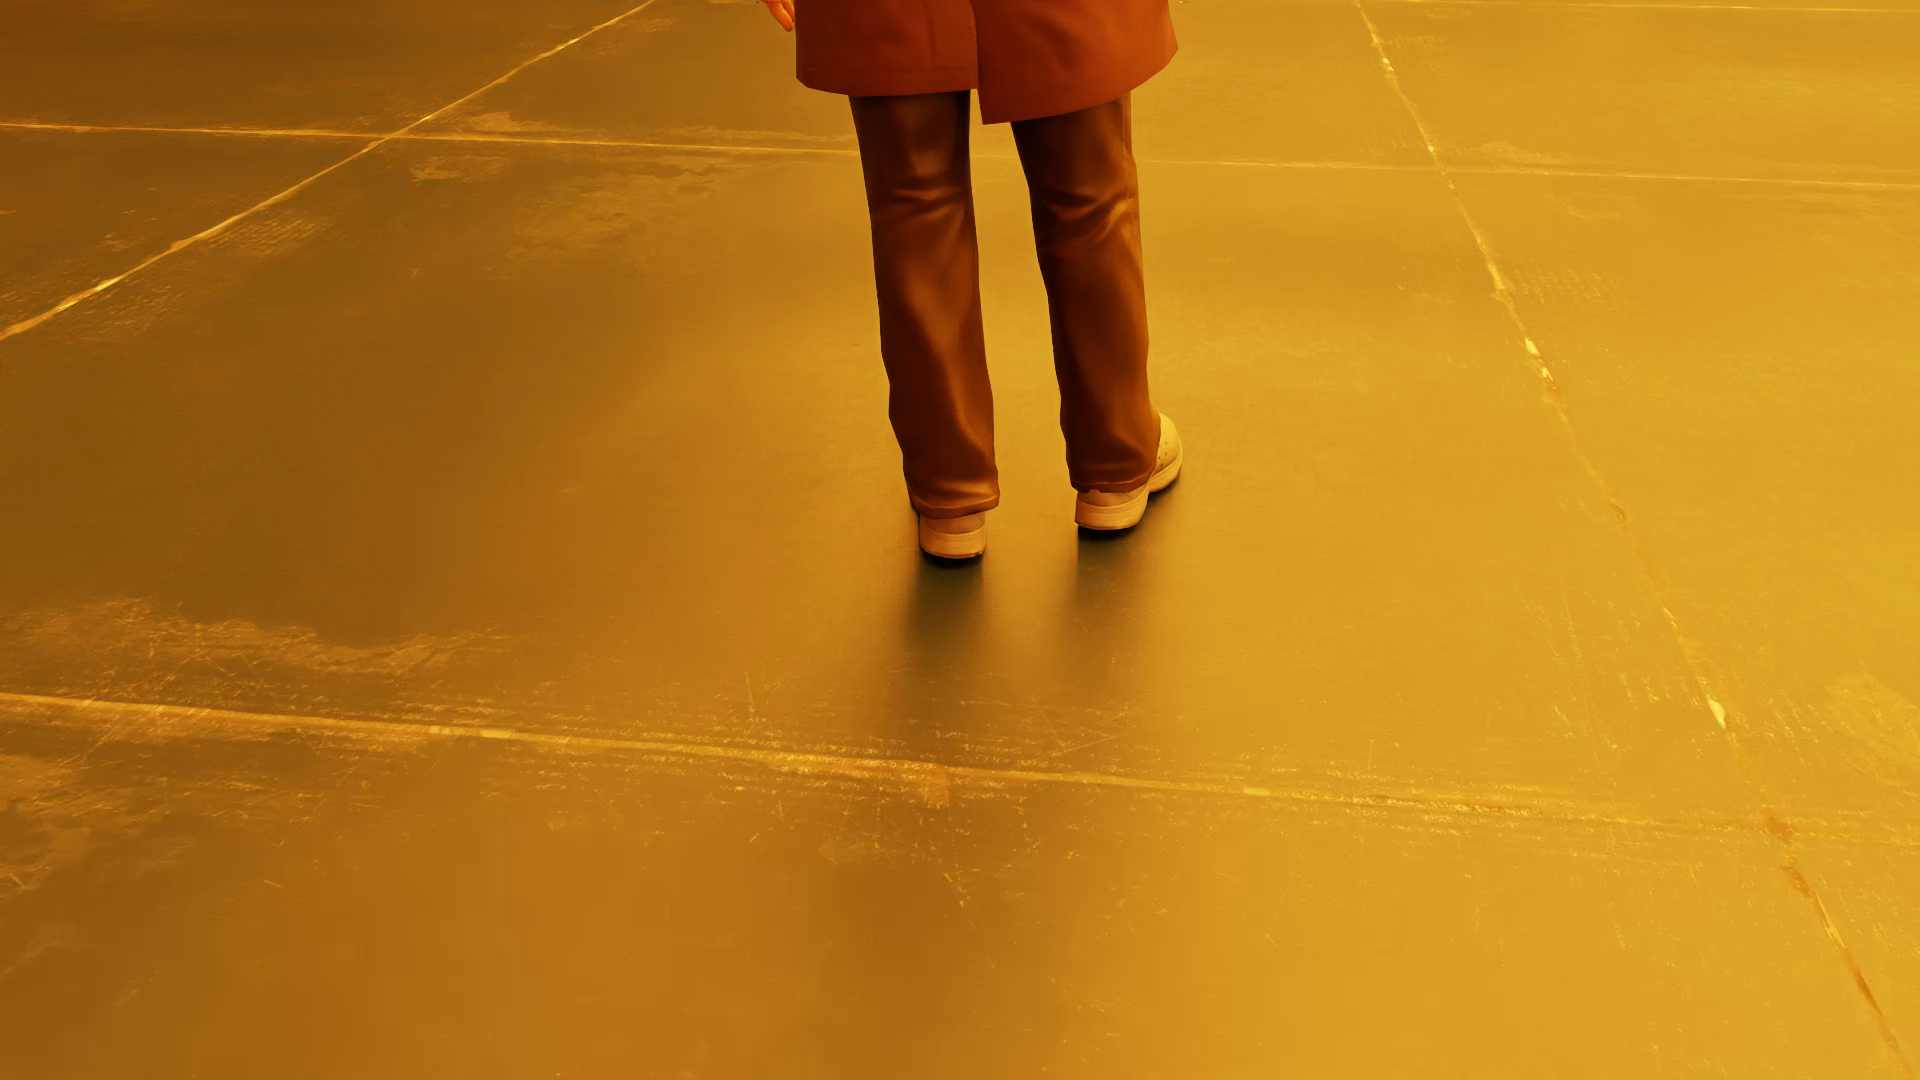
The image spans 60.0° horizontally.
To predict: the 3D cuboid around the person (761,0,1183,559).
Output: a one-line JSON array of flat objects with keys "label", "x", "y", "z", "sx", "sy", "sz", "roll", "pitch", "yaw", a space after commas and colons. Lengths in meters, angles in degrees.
[{"label": "person", "x": 0.017, "y": -0.842, "z": 2.180, "sx": 0.696, "sy": 1.776, "sz": 0.582, "roll": 3, "pitch": 27, "yaw": 7}]
